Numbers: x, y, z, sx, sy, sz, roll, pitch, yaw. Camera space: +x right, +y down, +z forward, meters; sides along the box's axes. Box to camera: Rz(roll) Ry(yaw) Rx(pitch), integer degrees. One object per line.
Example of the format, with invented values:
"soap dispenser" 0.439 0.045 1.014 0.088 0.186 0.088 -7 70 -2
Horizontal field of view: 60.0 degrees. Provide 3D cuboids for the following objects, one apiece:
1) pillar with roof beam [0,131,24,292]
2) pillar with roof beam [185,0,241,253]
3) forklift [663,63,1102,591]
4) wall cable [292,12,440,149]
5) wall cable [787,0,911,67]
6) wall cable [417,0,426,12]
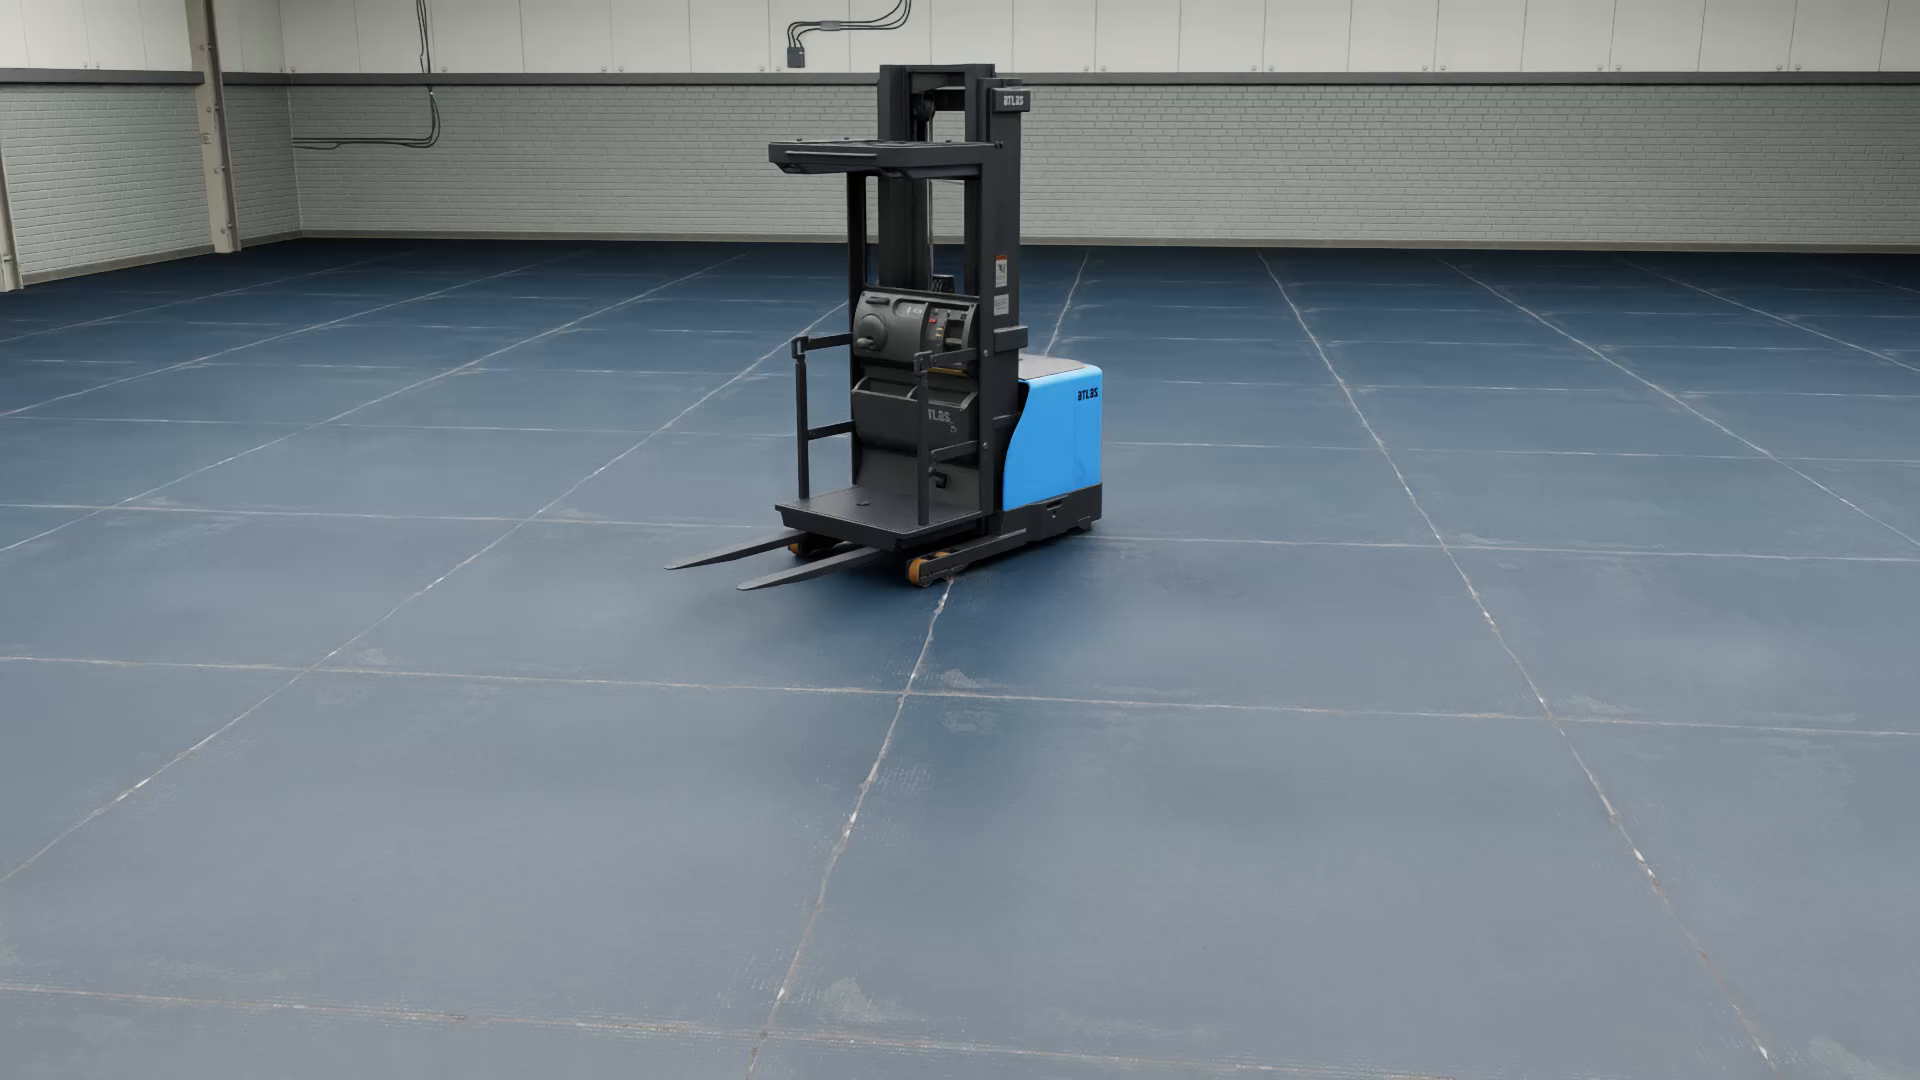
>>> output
"pillar with roof beam" -9.508 -7.825 22.359 9.100 9.000 0.400 2 15 6
"pillar with roof beam" -8.831 -9.381 28.114 9.100 9.000 0.400 2 15 6
"forklift" -0.412 -1.290 9.819 1.130 2.935 3.031 13 20 39
"wall cable" -11.462 -8.734 31.670 3.097 2.526 0.112 2 15 6
"wall cable" -2.031 -11.591 29.772 2.305 6.003 0.169 2 15 6
"wall cable" -8.774 -11.092 30.716 3.097 2.526 0.112 2 15 6
